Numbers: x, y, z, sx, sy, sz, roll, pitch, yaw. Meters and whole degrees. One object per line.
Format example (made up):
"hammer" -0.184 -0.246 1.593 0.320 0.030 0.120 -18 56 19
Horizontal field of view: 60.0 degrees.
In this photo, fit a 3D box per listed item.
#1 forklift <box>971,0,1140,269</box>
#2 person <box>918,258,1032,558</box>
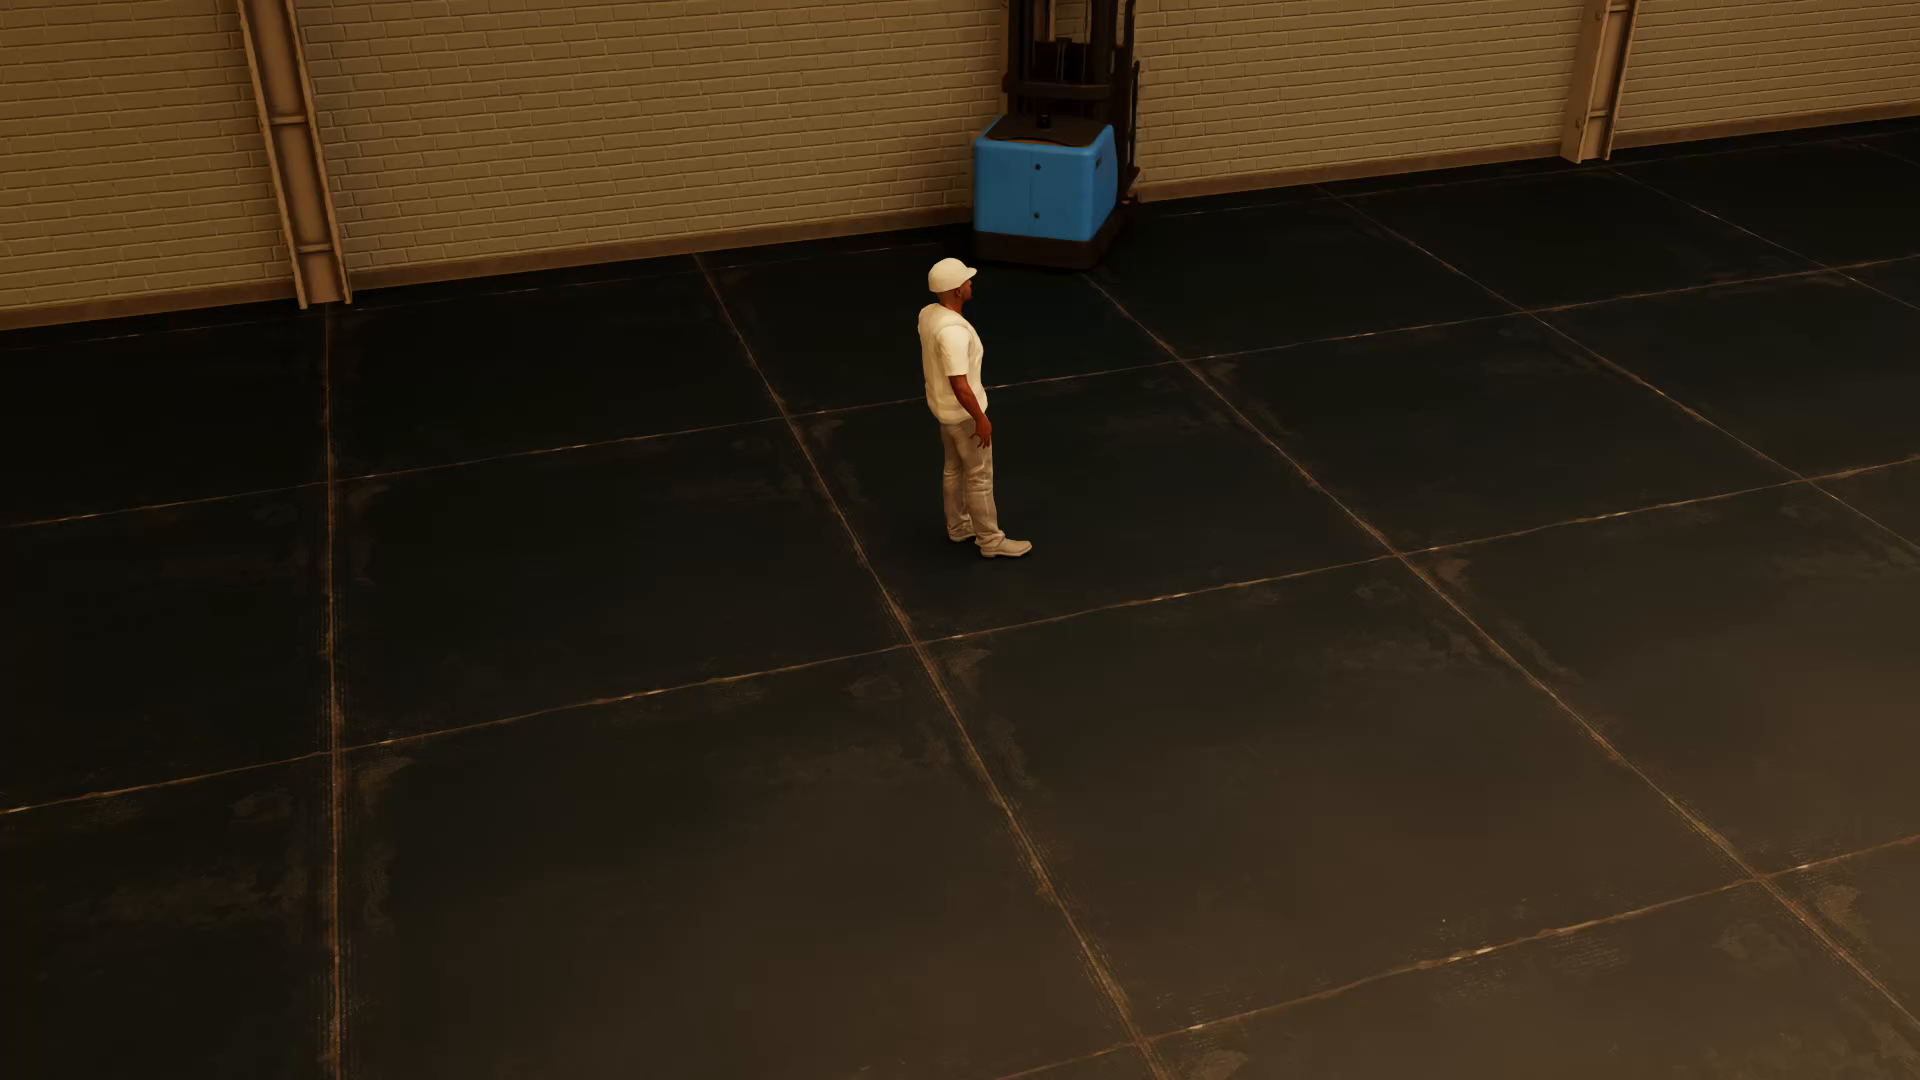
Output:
"forklift" 1.001 -4.234 14.445 1.130 2.935 3.031 8 31 14
"person" 0.068 -0.777 9.597 0.577 1.759 0.665 -10 31 -16
